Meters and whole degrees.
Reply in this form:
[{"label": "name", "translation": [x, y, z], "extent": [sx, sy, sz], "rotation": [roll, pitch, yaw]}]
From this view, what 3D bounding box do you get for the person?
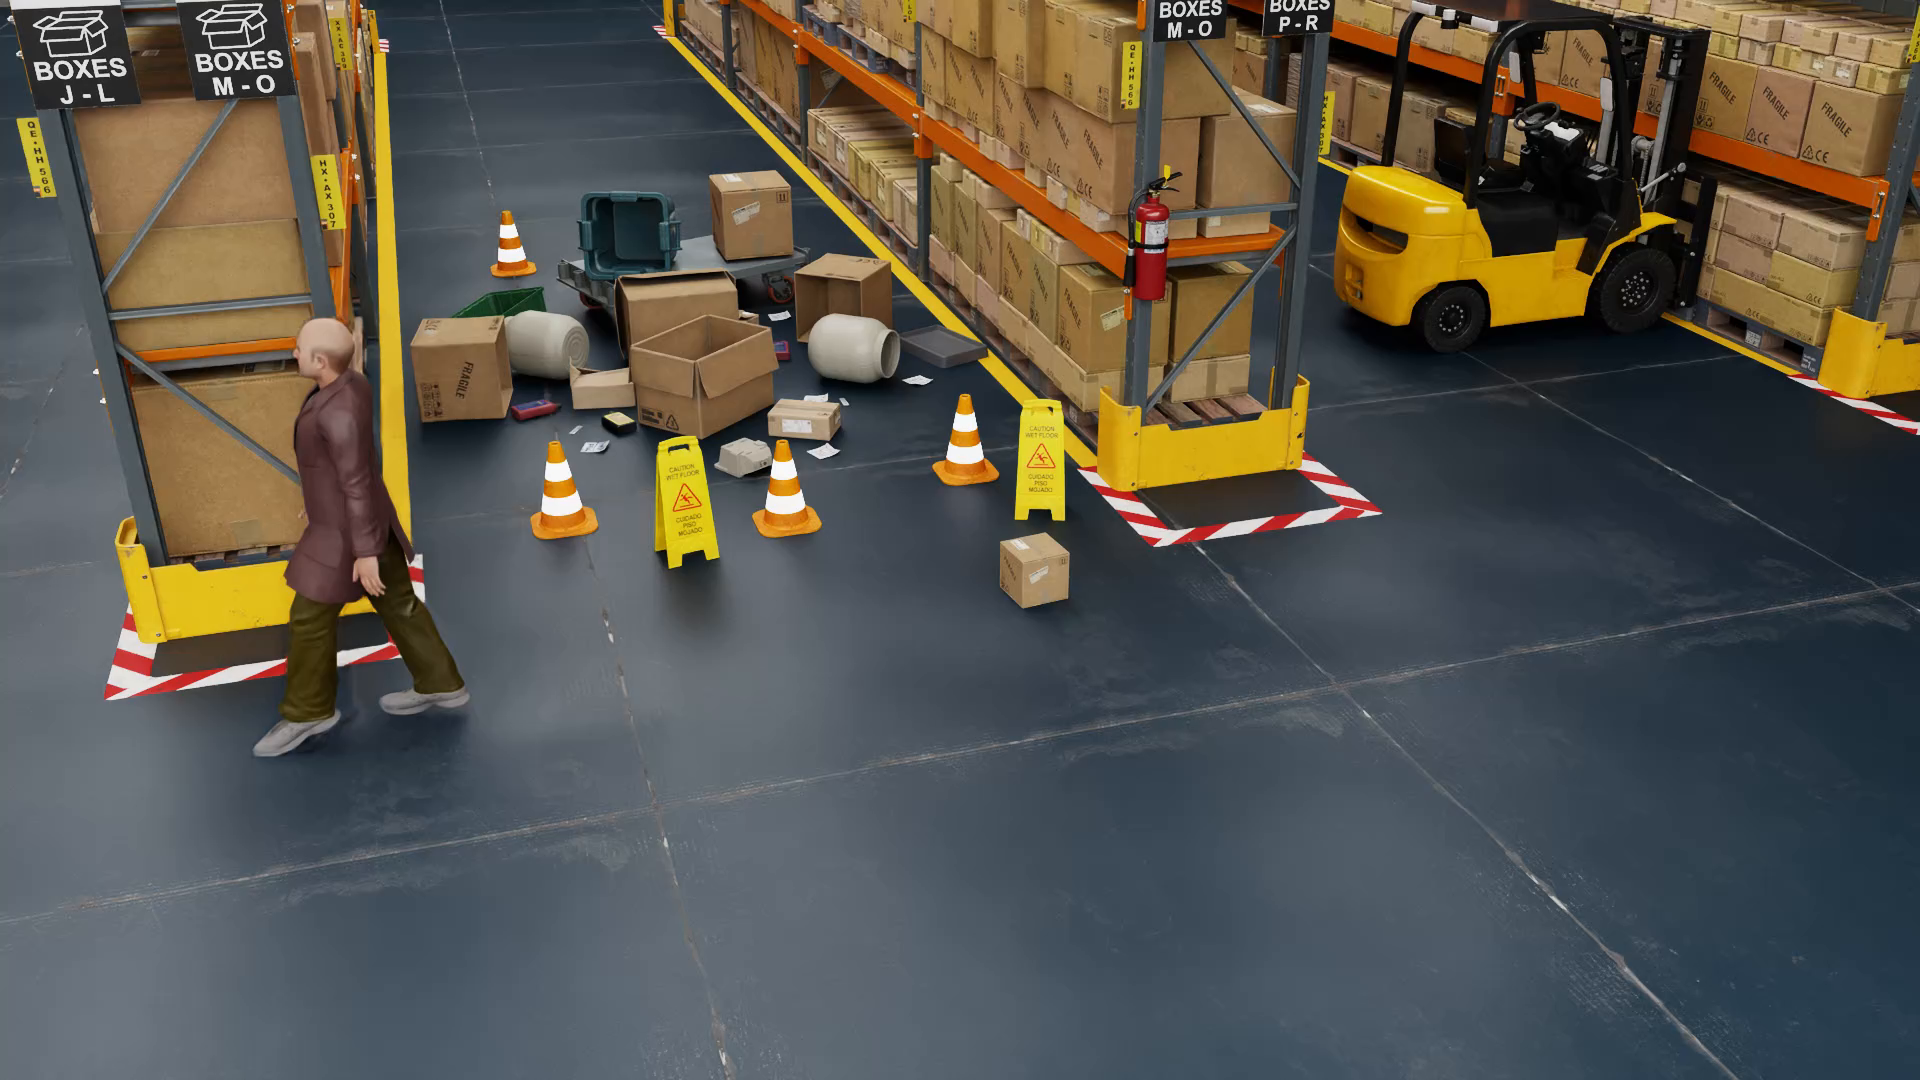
[{"label": "person", "translation": [-2.514, -0.023, 6.683], "extent": [0.859, 1.807, 0.642], "rotation": [-3, 26, -7]}]
